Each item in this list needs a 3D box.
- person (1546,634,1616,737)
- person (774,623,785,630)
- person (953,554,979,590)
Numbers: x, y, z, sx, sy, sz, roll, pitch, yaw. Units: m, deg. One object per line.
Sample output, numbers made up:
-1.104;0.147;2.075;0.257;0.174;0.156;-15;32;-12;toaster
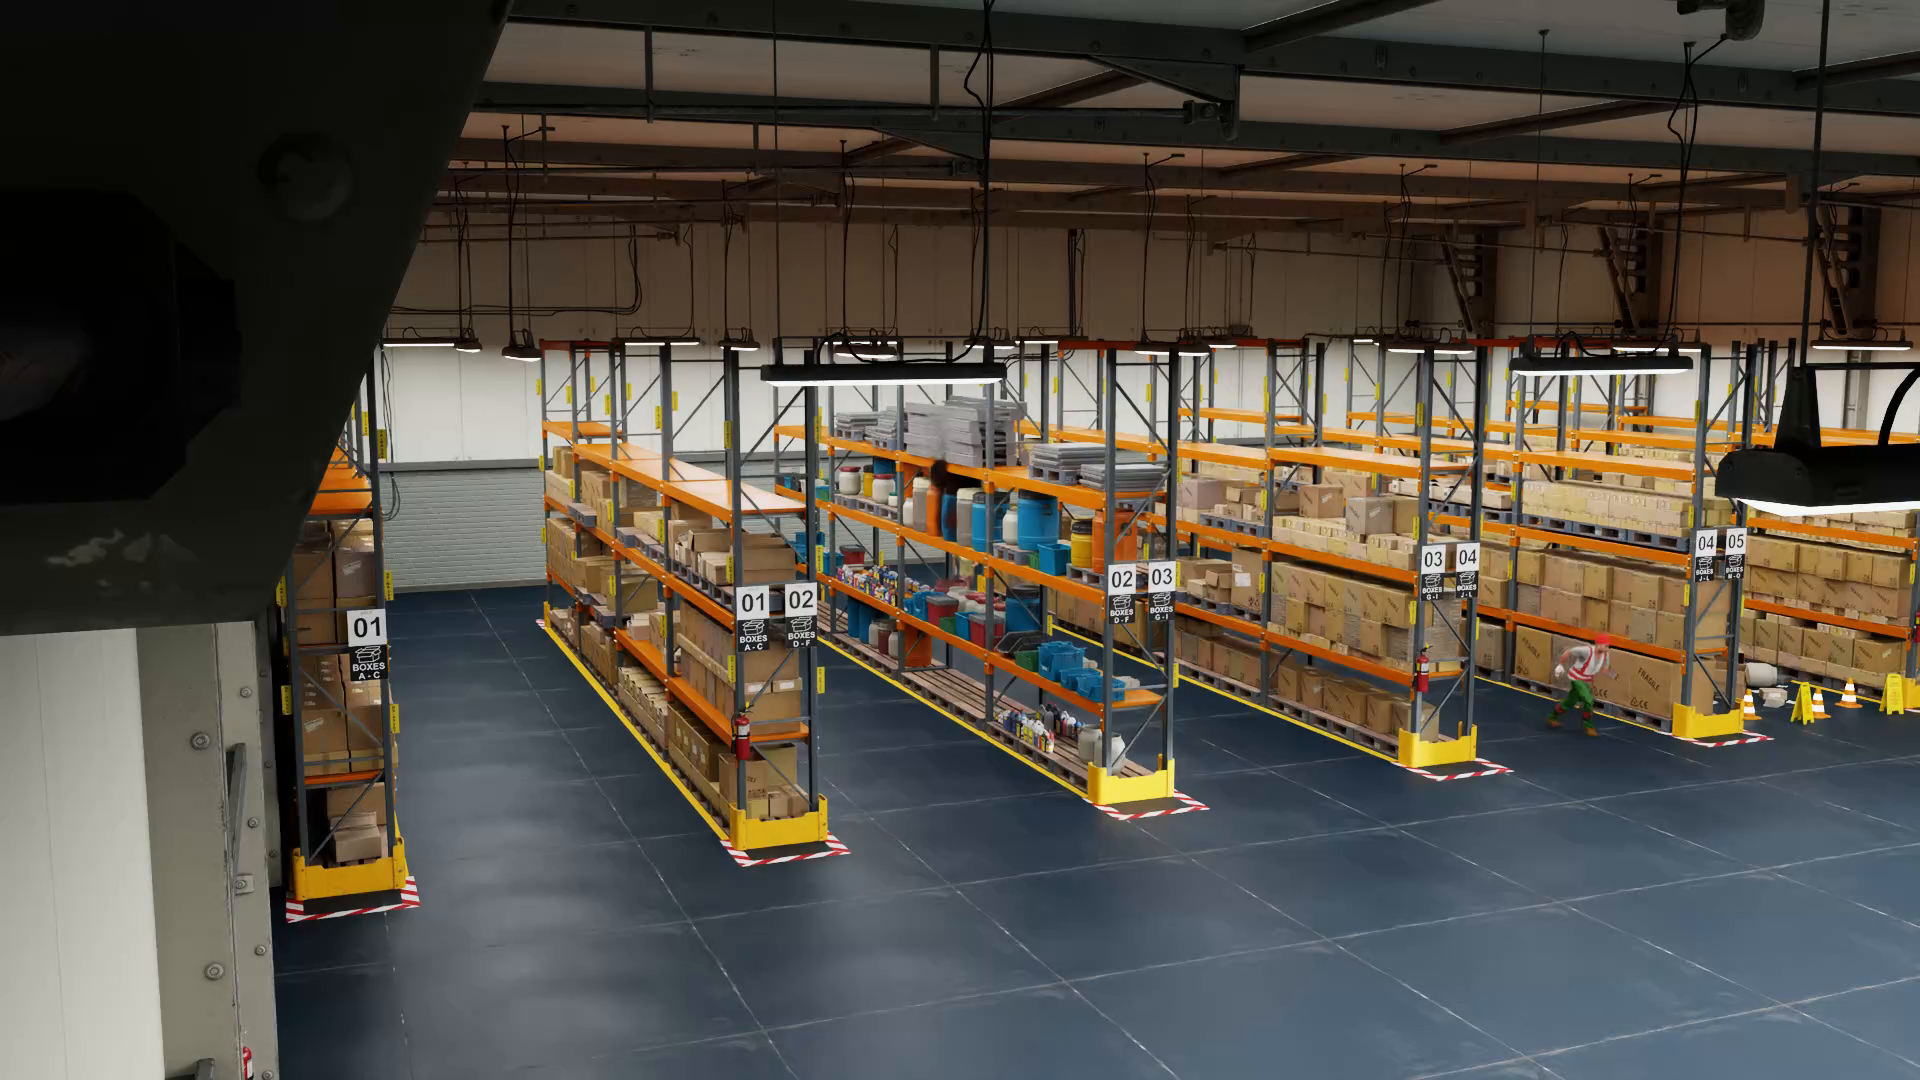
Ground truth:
9.575;2.183;25.652;0.692;1.583;1.122;-4;8;-28;person
-3.523;1.310;32.297;0.542;1.683;0.692;-1;8;-10;person
0.147;0.798;36.251;0.547;1.676;0.675;-3;8;-22;person
